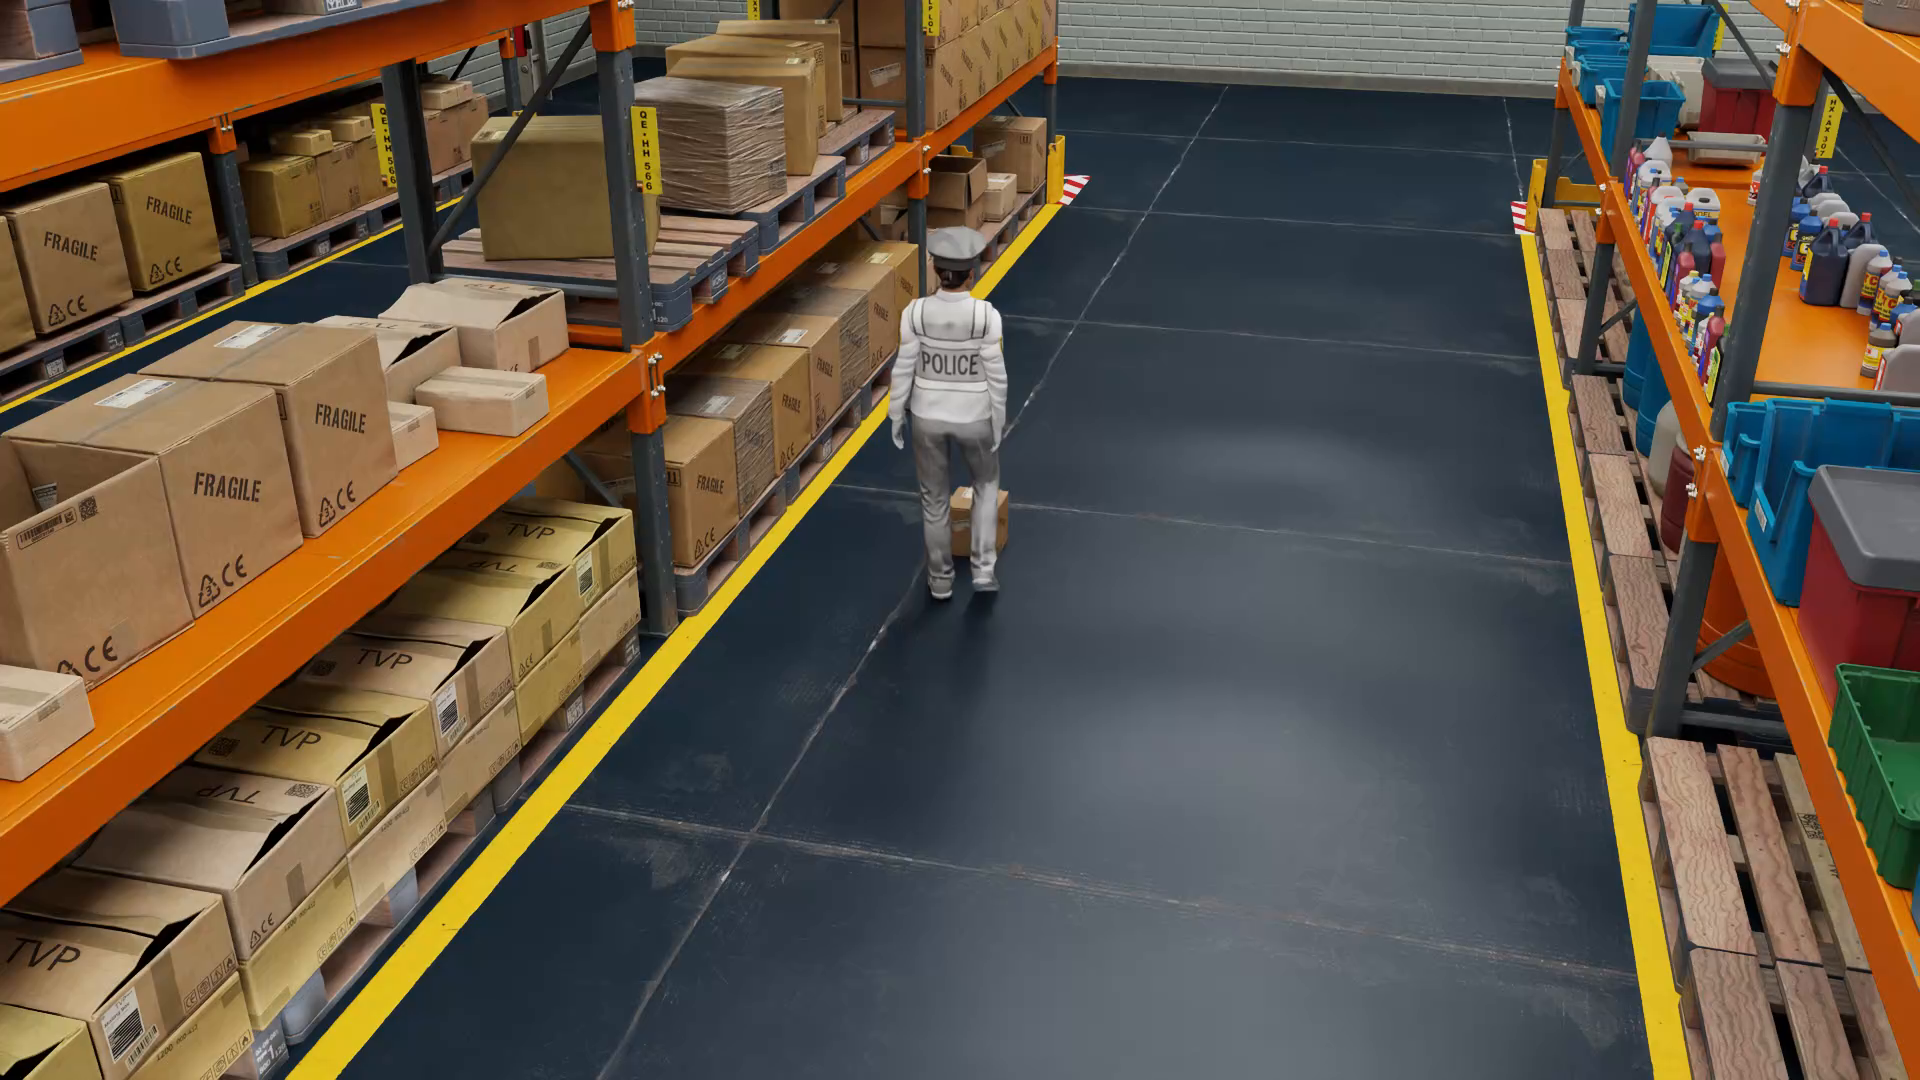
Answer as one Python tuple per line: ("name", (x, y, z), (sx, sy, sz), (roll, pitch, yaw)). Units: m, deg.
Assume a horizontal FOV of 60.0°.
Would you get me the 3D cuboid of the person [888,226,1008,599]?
("person", (-0.050, -0.511, 7.171), (0.515, 1.696, 0.381), (1, 26, 3))
